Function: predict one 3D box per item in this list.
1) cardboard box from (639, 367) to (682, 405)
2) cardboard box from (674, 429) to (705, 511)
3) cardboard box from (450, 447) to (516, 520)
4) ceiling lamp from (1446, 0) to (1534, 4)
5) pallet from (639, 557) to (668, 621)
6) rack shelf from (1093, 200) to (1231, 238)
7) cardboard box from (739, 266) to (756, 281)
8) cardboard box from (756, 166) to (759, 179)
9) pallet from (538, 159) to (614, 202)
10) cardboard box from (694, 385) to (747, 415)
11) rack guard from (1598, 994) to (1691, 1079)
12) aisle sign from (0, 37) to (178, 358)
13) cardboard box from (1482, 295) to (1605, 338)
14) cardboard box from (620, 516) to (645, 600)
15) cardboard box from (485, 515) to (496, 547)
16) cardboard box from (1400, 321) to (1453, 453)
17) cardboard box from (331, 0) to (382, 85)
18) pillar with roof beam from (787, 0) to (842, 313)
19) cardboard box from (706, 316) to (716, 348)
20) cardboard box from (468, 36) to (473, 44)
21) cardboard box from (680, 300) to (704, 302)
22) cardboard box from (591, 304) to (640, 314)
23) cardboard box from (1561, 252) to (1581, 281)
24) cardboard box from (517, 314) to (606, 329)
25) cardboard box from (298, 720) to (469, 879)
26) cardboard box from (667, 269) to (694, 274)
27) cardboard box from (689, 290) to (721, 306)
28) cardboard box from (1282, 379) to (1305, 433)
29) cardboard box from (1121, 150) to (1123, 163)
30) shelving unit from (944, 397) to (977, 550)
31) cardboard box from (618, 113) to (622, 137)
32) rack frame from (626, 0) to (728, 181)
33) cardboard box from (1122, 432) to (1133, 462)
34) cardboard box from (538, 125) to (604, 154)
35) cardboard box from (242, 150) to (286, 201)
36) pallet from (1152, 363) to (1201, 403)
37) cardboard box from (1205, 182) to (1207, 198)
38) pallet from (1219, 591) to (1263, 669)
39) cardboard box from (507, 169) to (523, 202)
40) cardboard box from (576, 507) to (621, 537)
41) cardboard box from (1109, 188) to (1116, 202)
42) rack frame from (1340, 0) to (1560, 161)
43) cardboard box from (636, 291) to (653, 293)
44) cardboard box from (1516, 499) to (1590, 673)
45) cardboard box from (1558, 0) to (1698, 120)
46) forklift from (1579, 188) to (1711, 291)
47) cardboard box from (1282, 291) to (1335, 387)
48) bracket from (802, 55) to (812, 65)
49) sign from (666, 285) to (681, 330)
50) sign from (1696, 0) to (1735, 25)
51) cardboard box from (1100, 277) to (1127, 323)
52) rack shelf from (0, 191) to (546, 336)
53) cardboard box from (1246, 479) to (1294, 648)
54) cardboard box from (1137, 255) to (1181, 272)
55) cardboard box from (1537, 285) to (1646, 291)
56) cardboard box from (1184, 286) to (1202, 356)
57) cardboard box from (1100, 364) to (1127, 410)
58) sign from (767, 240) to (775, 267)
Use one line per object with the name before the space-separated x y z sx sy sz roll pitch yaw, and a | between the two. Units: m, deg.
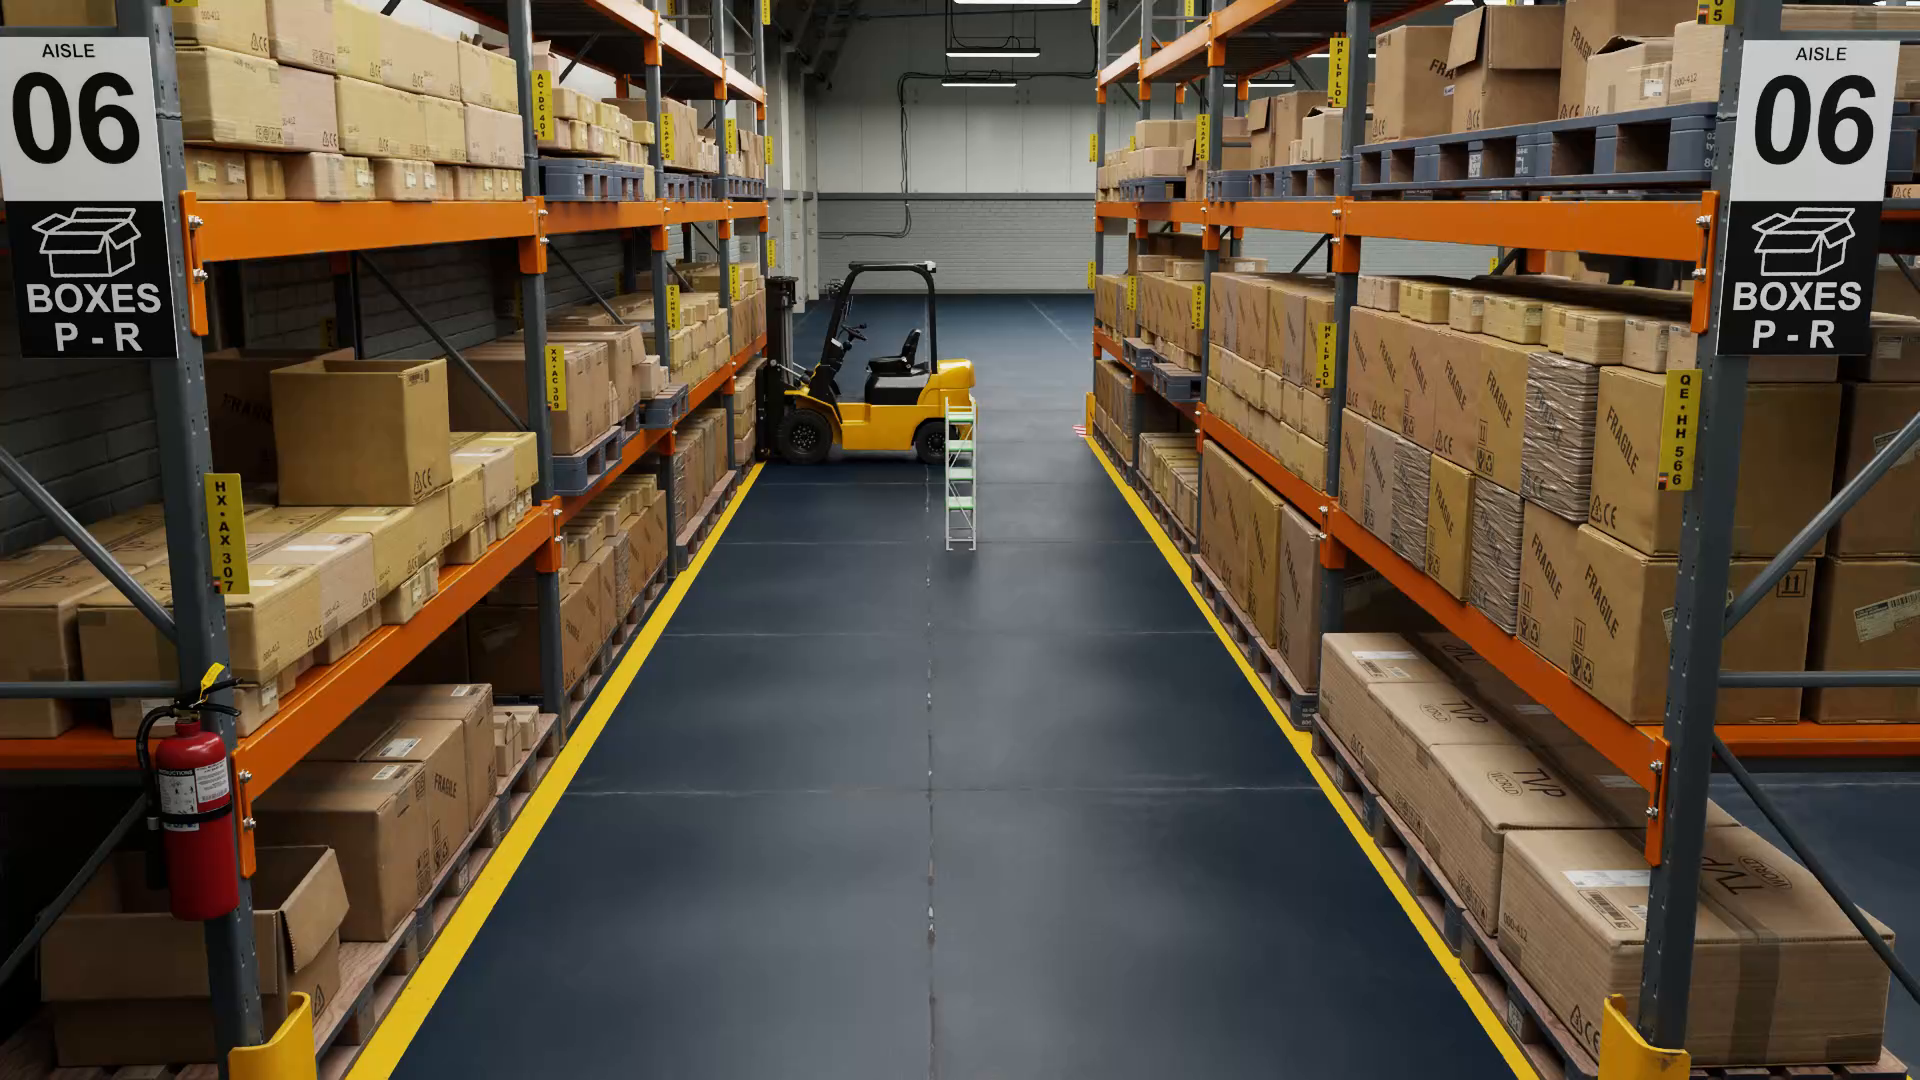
cardboard box | -2.419 -1.194 12.778 0.500 0.250 0.500 0 11 -1
cardboard box | -2.689 -0.608 14.428 0.875 0.625 0.625 -1 11 -4
cardboard box | -2.292 -0.256 7.404 0.500 0.250 0.500 0 11 -1
ceiling lamp | 8.276 -9.963 25.855 2.000 3.185 0.800 0 11 -1
pallet | -2.677 0.337 11.868 1.003 0.211 1.213 0 11 -1
rack shelf | 2.184 -3.510 18.079 1.077 0.370 4.000 0 11 -1
cardboard box | -2.475 -2.958 18.462 0.380 0.149 0.250 0 11 0
cardboard box | -2.499 -4.207 19.031 0.380 0.149 0.250 -1 11 -3
pallet | -2.515 -1.891 8.764 1.213 0.211 1.003 0 11 -1
cardboard box | -2.434 -1.419 16.855 0.500 0.250 0.500 0 11 -2
rack guard | 2.474 1.621 4.813 1.175 0.500 0.348 0 11 -1
aisle sign | -2.194 -0.850 4.165 0.394 0.787 0.004 0 11 -1
cardboard box | 2.198 -0.842 6.269 0.380 0.149 0.250 0 11 1
cardboard box | -2.418 0.128 11.116 0.500 0.500 0.500 0 11 1
cardboard box | -2.278 -0.042 7.355 0.380 0.149 0.250 0 11 0
cardboard box | 2.162 -0.645 6.930 0.500 0.500 0.500 0 11 0
cardboard box | -2.263 -1.666 5.552 0.500 0.250 0.500 0 11 -2
pillar with roof beam | 0.101 -10.355 42.468 9.100 9.000 0.548 0 11 -1
cardboard box | -2.449 -1.845 14.727 0.500 0.250 0.500 0 11 0
cardboard box | -2.685 -2.447 8.565 0.396 0.266 0.258 0 11 -1
cardboard box | -2.452 -2.019 14.586 0.380 0.149 0.250 0 11 -1
cardboard box | -2.915 -1.914 14.067 0.380 0.149 0.250 0 11 0
cardboard box | 7.179 -3.033 18.373 0.875 0.550 0.500 0 11 -1
cardboard box | -2.800 -1.330 11.764 0.500 0.500 0.500 0 11 2
cardboard box | -2.297 1.034 6.651 0.500 0.500 0.500 0 11 0
cardboard box | -3.040 -2.803 17.700 0.380 0.149 0.250 0 11 -2
cardboard box | -2.481 -2.405 16.485 0.380 0.149 0.250 0 11 -2
cardboard box | 2.121 -0.762 9.390 0.500 0.250 0.500 0 11 0
cardboard box | 1.906 -4.052 17.570 0.380 0.149 0.250 0 11 0
shelving unit | 0.003 -0.555 13.778 0.258 1.200 0.503 0 11 -1
cardboard box | -2.325 -2.591 10.368 0.380 0.149 0.250 0 11 -1
rack frame | -2.737 -4.914 15.646 1.000 3.000 0.127 0 11 -1
cardboard box | 1.944 -0.969 17.152 0.500 0.250 0.500 0 11 1
cardboard box | -2.174 -2.198 9.130 0.380 0.149 0.250 0 11 0
cardboard box | -2.283 -1.102 5.036 0.380 0.149 0.250 0 11 -1
pallet | 2.187 -1.247 13.142 1.213 0.211 1.003 0 11 -1
cardboard box | 2.078 -2.658 12.702 0.380 0.149 0.250 0 11 -1
pallet | 2.271 0.566 10.738 1.003 0.211 1.213 0 11 -1
cardboard box | -2.269 -1.660 7.784 0.380 0.149 0.250 0 11 -2
cardboard box | -2.392 -0.116 10.687 0.380 0.149 0.250 -1 11 -4
cardboard box | 1.855 -3.813 18.395 0.380 0.149 0.250 0 11 -1
rack frame | 2.391 -3.344 7.911 1.000 3.000 0.127 0 11 -1
cardboard box | -3.001 -2.403 16.478 0.380 0.149 0.250 0 11 -1
cardboard box | 2.203 0.147 5.538 0.500 0.500 0.500 0 11 -2
cardboard box | 2.582 -1.784 6.207 0.500 0.500 0.500 0 11 0
forklift | 4.975 -1.017 11.701 1.130 2.935 3.031 0 11 2
cardboard box | 2.112 -1.134 9.338 0.500 0.500 0.500 0 11 0
bracket | -3.839 -12.020 41.623 0.235 0.232 0.430 0 11 -1
sign | -2.112 -1.711 12.236 0.100 0.325 0.005 0 11 -1
sign | 1.930 -1.475 4.213 0.100 0.325 0.005 0 11 -1
cardboard box | 1.889 -2.786 19.249 0.500 0.500 0.500 0 11 1
rack shelf | -2.531 -1.103 6.217 1.077 0.370 4.000 0 11 -1
cardboard box | 2.271 0.129 10.168 0.875 0.875 0.875 0 11 0
cardboard box | 1.881 -2.618 15.733 0.380 0.149 0.250 0 11 -1
cardboard box | 2.672 -0.999 7.041 0.380 0.149 0.250 0 11 -2
cardboard box | 2.021 -1.689 12.786 0.500 0.500 0.500 -1 11 -3
cardboard box | 1.899 -1.745 19.091 0.500 0.500 0.500 -1 11 -3
sign | -2.277 -3.452 20.020 0.100 0.325 0.005 0 11 -1
